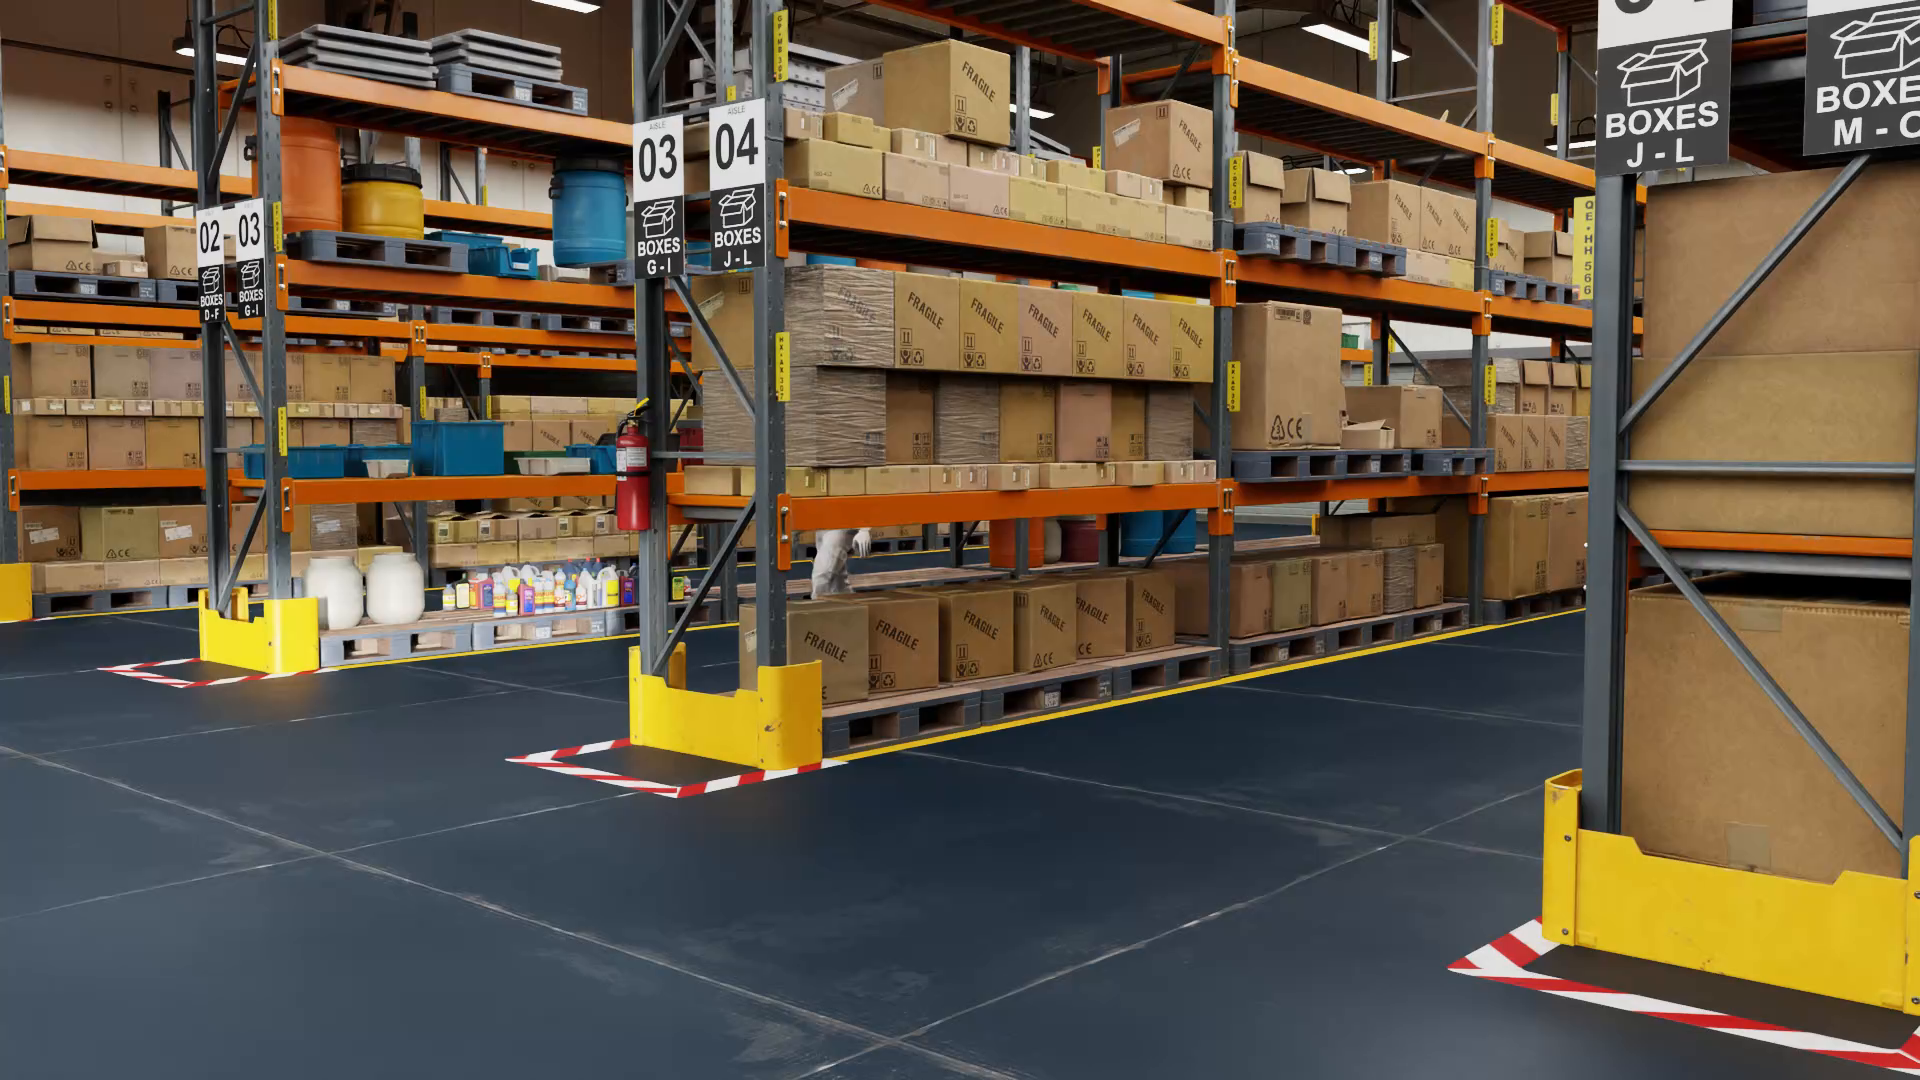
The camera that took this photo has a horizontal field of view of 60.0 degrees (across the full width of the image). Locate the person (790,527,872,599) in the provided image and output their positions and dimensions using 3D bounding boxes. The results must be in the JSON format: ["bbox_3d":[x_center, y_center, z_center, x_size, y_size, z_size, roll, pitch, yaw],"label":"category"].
[{"bbox_3d":[-1.009,-0.063,12.040,0.791,1.761,0.580,-2,4,-33],"label":"person"}]
